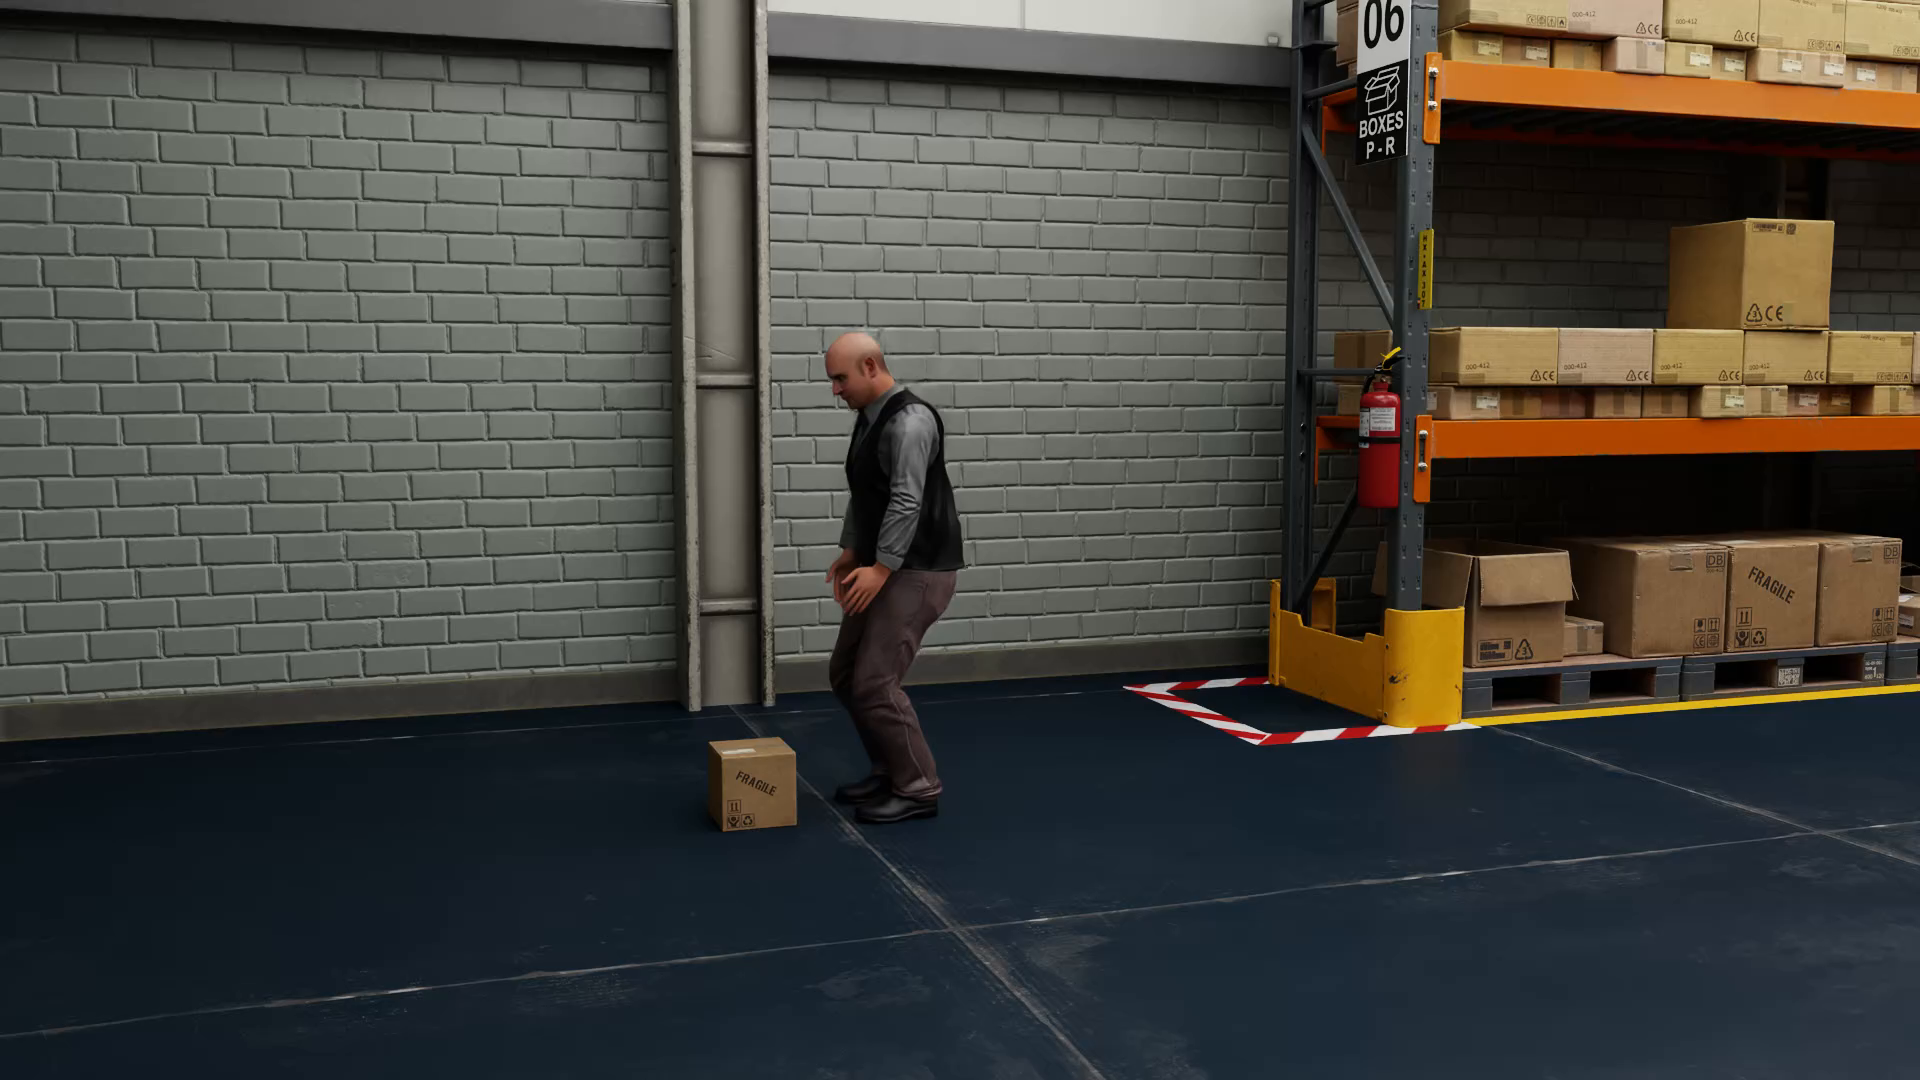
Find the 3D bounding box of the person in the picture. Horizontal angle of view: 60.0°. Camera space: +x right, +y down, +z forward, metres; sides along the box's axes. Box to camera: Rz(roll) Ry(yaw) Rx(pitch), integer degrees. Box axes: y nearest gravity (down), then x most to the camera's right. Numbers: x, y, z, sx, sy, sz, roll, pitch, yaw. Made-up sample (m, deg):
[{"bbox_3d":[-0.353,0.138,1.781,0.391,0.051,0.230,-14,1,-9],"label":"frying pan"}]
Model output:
[{"bbox_3d":[-0.228,0.121,5.670,0.464,1.646,0.567,-2,6,-17],"label":"person"}]
